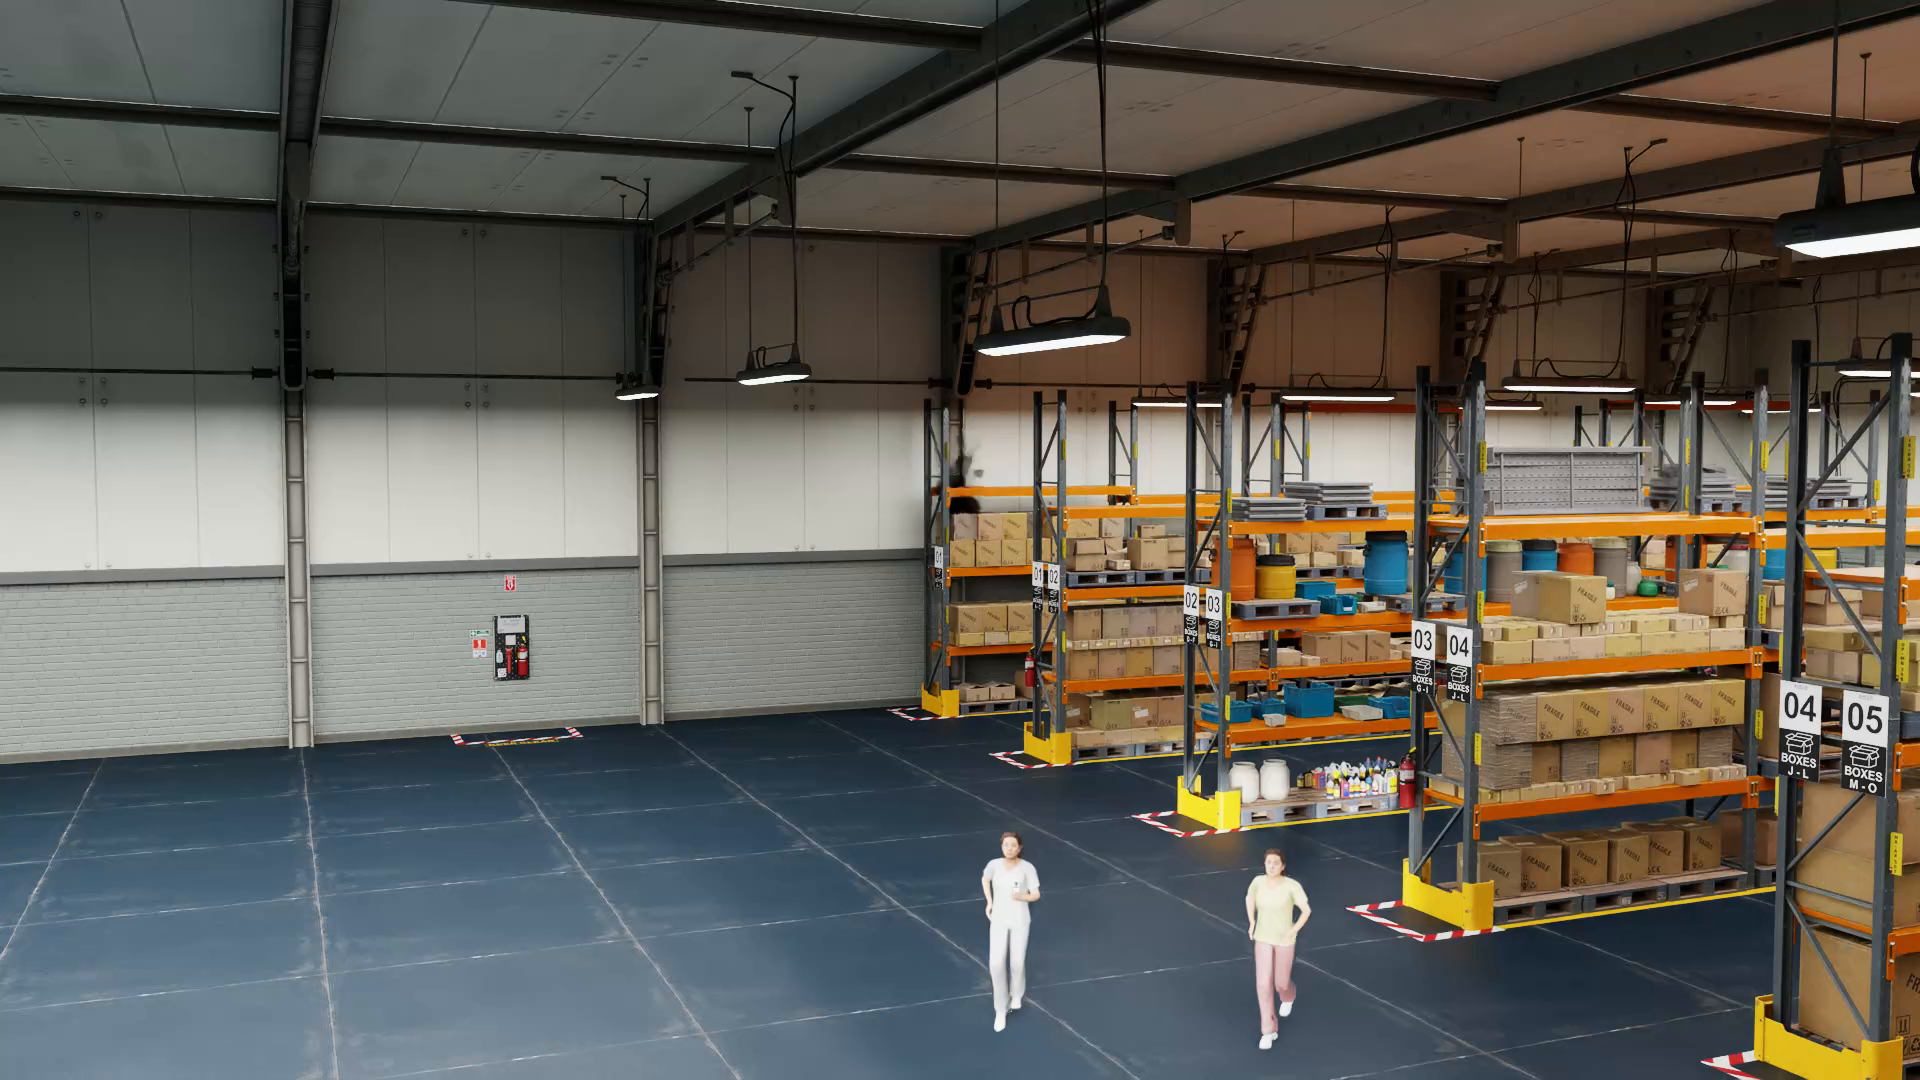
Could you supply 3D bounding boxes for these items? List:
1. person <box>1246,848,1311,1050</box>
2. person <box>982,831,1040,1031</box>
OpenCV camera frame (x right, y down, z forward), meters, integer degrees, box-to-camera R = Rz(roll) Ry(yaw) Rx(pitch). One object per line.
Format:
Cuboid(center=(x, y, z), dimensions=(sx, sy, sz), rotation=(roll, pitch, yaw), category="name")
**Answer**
Cuboid(center=(2.755, 3.493, 14.475), dimensions=(0.591, 1.667, 0.838), rotation=(1, 4, 22), category="person")
Cuboid(center=(0.448, 3.452, 14.844), dimensions=(0.546, 1.723, 0.712), rotation=(0, 3, 7), category="person")
